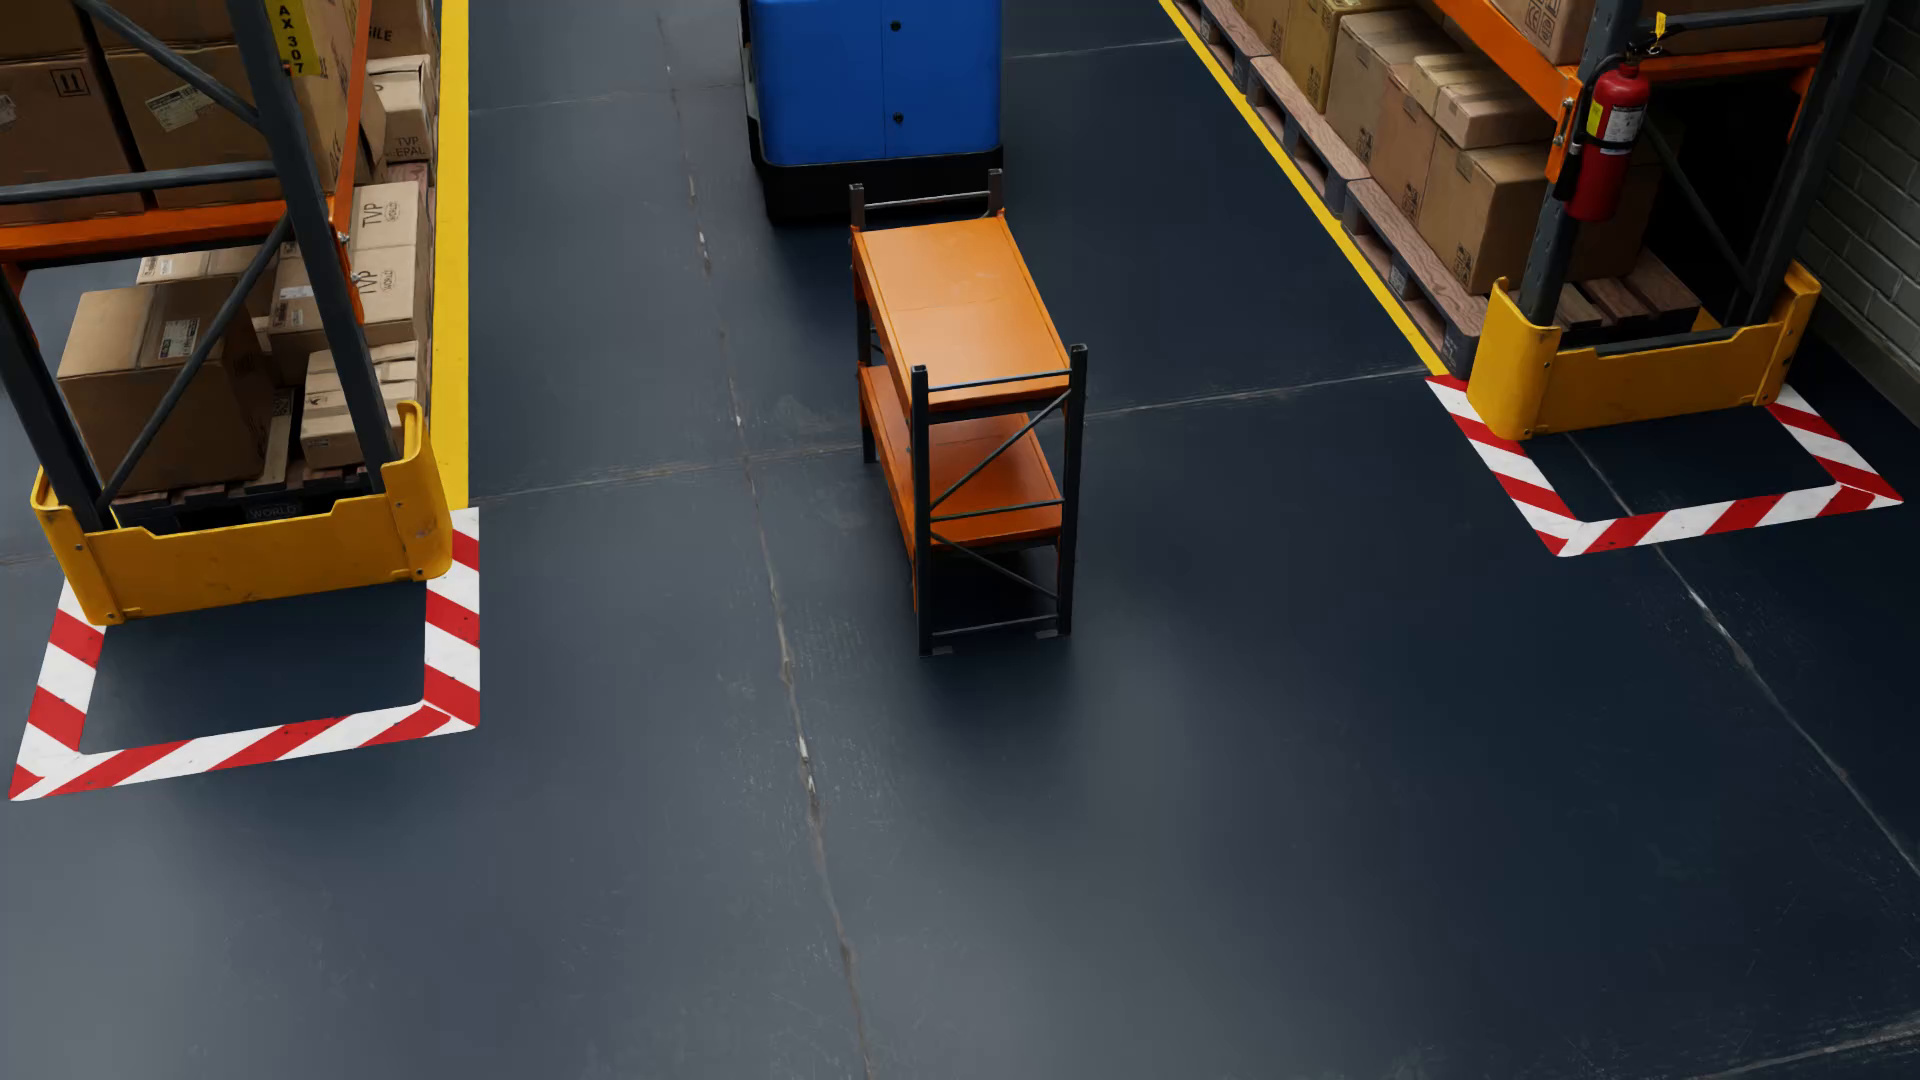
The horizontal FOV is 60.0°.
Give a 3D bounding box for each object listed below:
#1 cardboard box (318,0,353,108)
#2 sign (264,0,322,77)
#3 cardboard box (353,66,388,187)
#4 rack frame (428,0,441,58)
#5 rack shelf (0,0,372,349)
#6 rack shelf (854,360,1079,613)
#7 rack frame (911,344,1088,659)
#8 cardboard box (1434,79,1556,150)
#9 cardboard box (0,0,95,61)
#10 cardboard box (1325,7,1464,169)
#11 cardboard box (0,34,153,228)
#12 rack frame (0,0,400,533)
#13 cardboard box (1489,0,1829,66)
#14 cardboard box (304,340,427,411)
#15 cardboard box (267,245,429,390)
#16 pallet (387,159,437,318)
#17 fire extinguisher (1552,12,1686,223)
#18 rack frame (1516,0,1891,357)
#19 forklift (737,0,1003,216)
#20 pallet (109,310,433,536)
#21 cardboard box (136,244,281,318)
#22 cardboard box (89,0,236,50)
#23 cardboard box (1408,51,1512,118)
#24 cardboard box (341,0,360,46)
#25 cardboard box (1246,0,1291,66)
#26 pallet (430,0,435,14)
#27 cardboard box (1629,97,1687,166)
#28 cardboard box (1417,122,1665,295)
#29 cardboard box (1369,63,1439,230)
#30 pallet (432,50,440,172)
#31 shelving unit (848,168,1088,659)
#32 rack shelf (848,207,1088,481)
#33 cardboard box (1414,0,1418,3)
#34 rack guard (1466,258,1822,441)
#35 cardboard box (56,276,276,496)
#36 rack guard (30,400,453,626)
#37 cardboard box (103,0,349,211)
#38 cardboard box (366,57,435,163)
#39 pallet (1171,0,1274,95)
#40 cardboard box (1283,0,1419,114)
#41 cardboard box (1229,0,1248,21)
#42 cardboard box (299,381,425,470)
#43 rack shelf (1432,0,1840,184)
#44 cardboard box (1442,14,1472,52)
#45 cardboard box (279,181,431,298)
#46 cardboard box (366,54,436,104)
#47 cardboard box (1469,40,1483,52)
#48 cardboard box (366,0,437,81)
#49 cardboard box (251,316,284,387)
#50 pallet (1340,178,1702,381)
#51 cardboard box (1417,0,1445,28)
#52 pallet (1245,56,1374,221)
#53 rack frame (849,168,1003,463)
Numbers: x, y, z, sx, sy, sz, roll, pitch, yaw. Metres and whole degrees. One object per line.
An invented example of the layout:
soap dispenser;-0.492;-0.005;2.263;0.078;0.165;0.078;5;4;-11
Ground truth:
cardboard box;-2.263;-1.674;5.301;0.500;0.500;0.500;-9;42;-10
sign;-1.778;-1.379;4.392;0.100;0.325;0.005;-8;42;-9
cardboard box;-2.761;-1.584;6.824;0.797;0.503;0.637;-8;42;-9
rack frame;-3.171;-3.570;7.513;1.000;3.000;0.127;-8;42;-9
rack shelf;-2.740;-2.005;6.291;1.077;0.370;4.000;-8;42;-9
rack shelf;0.001;-0.233;5.534;0.538;0.278;1.000;-8;42;-9
rack frame;0.111;-0.087;5.000;0.500;1.125;0.032;-8;42;-9
cardboard box;2.074;-1.651;6.429;0.380;0.149;0.250;-9;42;-10
cardboard box;-2.672;-1.638;4.507;0.500;0.500;0.500;-9;42;-10
cardboard box;2.062;-2.002;7.312;0.700;0.500;0.500;-10;42;-11
cardboard box;-2.670;-1.266;4.842;0.500;0.500;0.500;-7;42;-8
rack frame;-2.308;-0.978;4.592;1.000;3.000;0.127;-8;42;-9
cardboard box;2.408;-2.131;5.665;0.980;0.700;0.700;-7;42;-7
cardboard box;-2.117;-0.565;5.930;0.380;0.166;0.250;-8;42;-9
cardboard box;-2.256;-0.831;6.167;0.500;0.250;0.500;-8;42;-9
pallet;-2.757;-1.290;7.044;1.003;0.211;1.213;-8;42;-9
fire extinguisher;2.110;-1.358;5.359;0.296;0.674;0.183;-8;42;-9
rack frame;2.528;-1.690;5.394;1.000;3.000;0.127;-8;42;-9
forklift;-0.542;-3.485;7.468;1.130;2.935;3.031;-6;42;-6
pallet;-2.497;-0.501;6.155;1.003;0.211;1.213;-8;42;-9
cardboard box;-2.842;-1.051;6.414;0.500;0.250;0.500;-8;42;-9
cardboard box;-2.146;-1.714;4.593;0.500;0.500;0.500;-7;42;-8
cardboard box;2.018;-1.817;6.615;0.380;0.149;0.250;-7;42;-8
cardboard box;-2.368;-2.000;5.668;0.500;0.500;0.500;-8;42;-9
cardboard box;1.831;-2.679;8.075;0.700;0.500;0.500;-9;42;-10
pallet;-3.384;-3.049;9.026;1.003;0.211;1.213;-8;42;-9
cardboard box;2.502;-1.542;6.305;0.380;0.149;0.250;-8;42;-9
cardboard box;2.279;-1.351;6.580;0.700;0.500;0.500;-8;42;-9
cardboard box;2.171;-1.676;6.945;0.700;0.500;0.500;-8;42;-9
pallet;-3.024;-2.082;7.937;1.003;0.211;1.213;-8;42;-9
shelving unit;0.001;-0.416;5.372;0.538;1.125;1.048;-8;42;-9
rack shelf;0.001;-0.635;5.177;0.538;0.278;1.000;-8;42;-9
cardboard box;2.172;-2.527;7.416;0.380;0.149;0.250;-9;42;-10
rack guard;2.533;-0.739;6.206;1.175;0.500;0.348;-8;42;-9
cardboard box;-2.666;-0.524;5.633;0.500;0.500;0.500;-8;42;-9
rack guard;-2.324;-0.092;5.477;1.175;0.500;0.348;-8;42;-9
cardboard box;-2.146;-1.340;4.925;0.500;0.500;0.500;-8;42;-8
cardboard box;-2.609;-1.915;7.341;0.500;0.311;0.500;-8;42;-9
pallet;1.753;-2.736;8.673;1.003;0.211;1.213;-8;42;-9
cardboard box;1.940;-2.346;7.700;0.700;0.500;0.500;-7;42;-8
cardboard box;1.726;-3.005;8.443;0.700;0.500;0.500;-8;42;-9
cardboard box;-2.063;-0.397;5.753;0.380;0.149;0.250;-8;42;-9
rack shelf;2.096;-2.717;7.093;1.077;0.370;4.000;-8;42;-9
cardboard box;2.282;-2.197;7.044;0.380;0.149;0.250;-8;42;-9
cardboard box;-2.364;-1.155;6.532;0.500;0.250;0.500;-8;42;-9
cardboard box;-2.632;-2.106;7.679;0.380;0.149;0.250;-8;42;-9
cardboard box;2.338;-2.032;6.858;0.380;0.149;0.250;-8;42;-9
cardboard box;-2.771;-2.471;7.826;0.500;0.500;0.500;-8;42;-9
cardboard box;-2.665;-0.675;6.054;0.380;0.166;0.250;-8;42;-9
pallet;2.279;-1.154;6.891;1.003;0.211;1.213;-8;42;-9
cardboard box;2.226;-2.363;7.231;0.380;0.149;0.250;-8;42;-9
pallet;2.019;-1.943;7.780;1.003;0.211;1.213;-8;42;-9
rack frame;-0.108;-0.746;5.743;0.500;1.125;0.032;-8;42;-9
